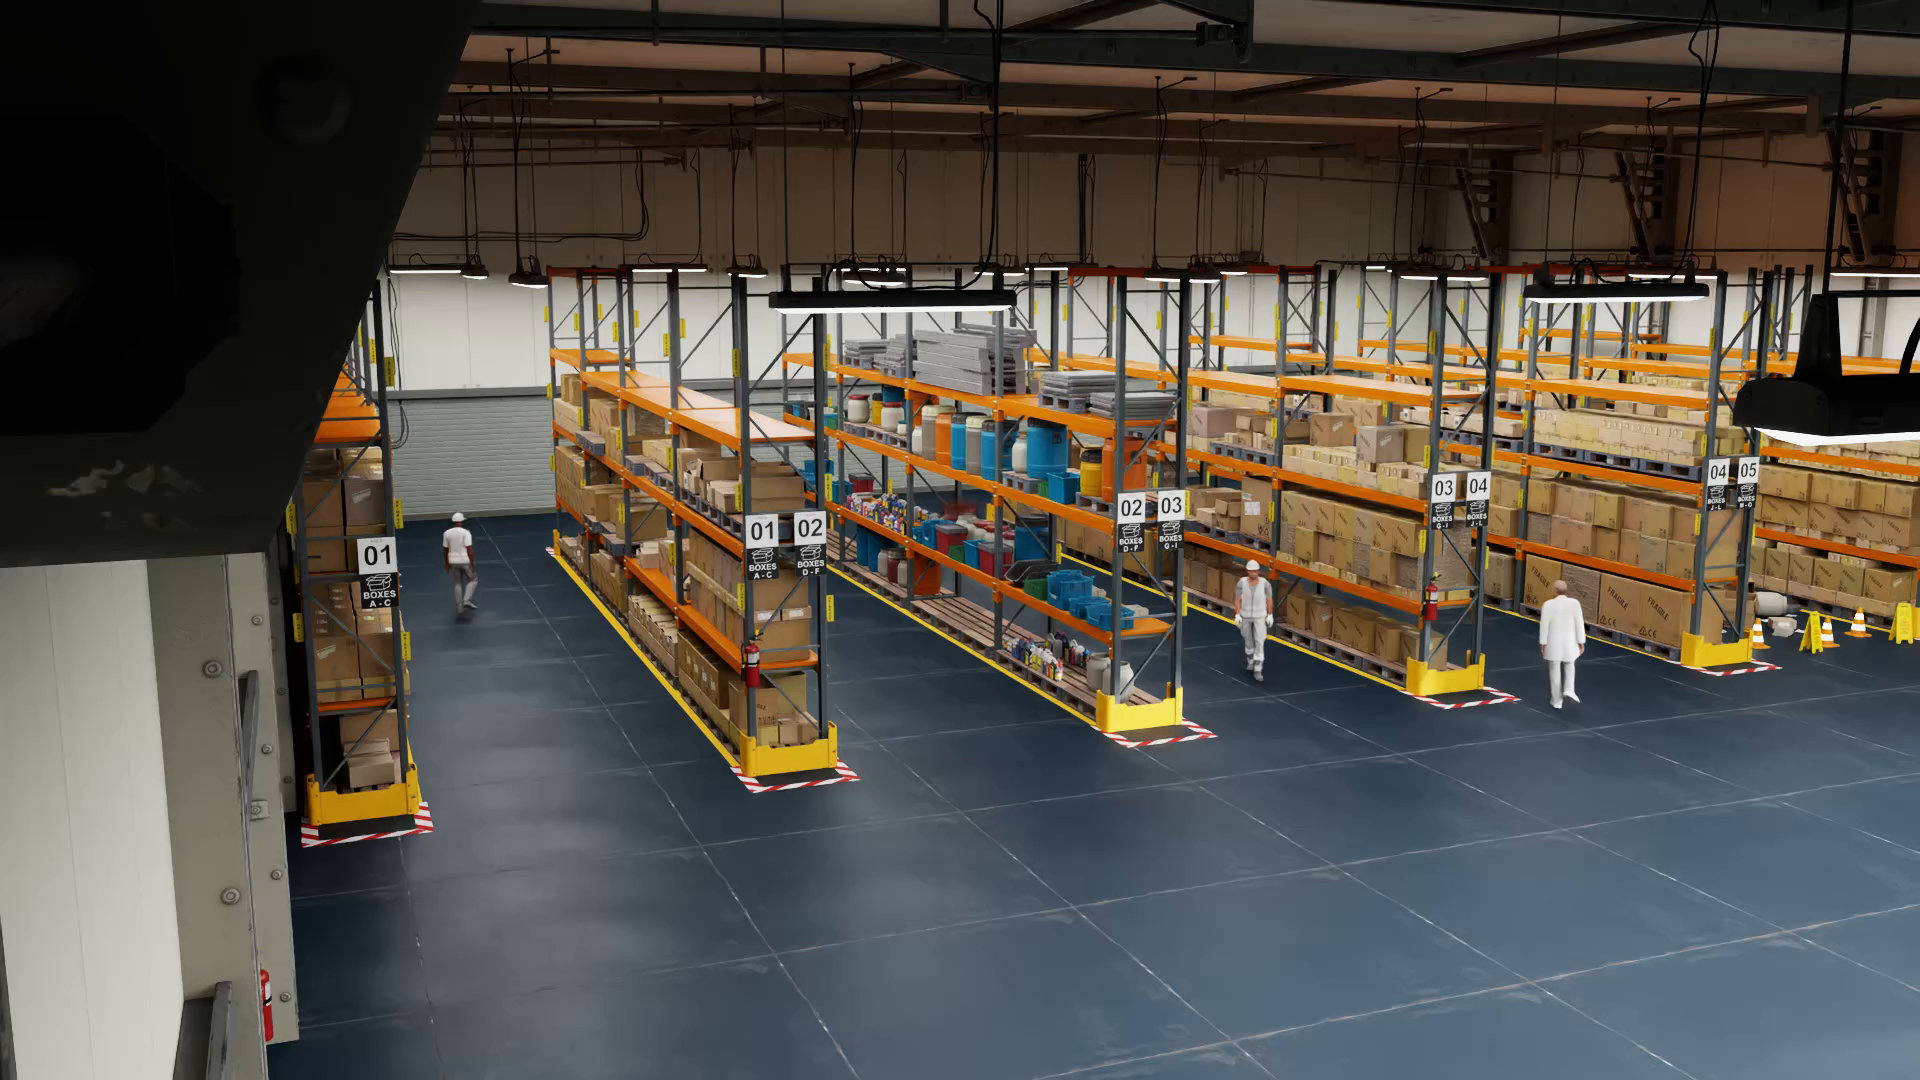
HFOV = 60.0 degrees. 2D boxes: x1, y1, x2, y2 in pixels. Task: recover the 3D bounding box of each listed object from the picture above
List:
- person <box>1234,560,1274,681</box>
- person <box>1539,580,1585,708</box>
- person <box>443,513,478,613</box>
[{"bbox_3d":[4.370,1.159,24.797,0.564,1.738,0.954,3,10,18],"label":"person"},{"bbox_3d":[8.388,1.446,23.197,0.622,1.770,0.538,2,10,10],"label":"person"},{"bbox_3d":[-8.791,0.403,29.229,0.597,1.755,0.512,1,10,5],"label":"person"}]
